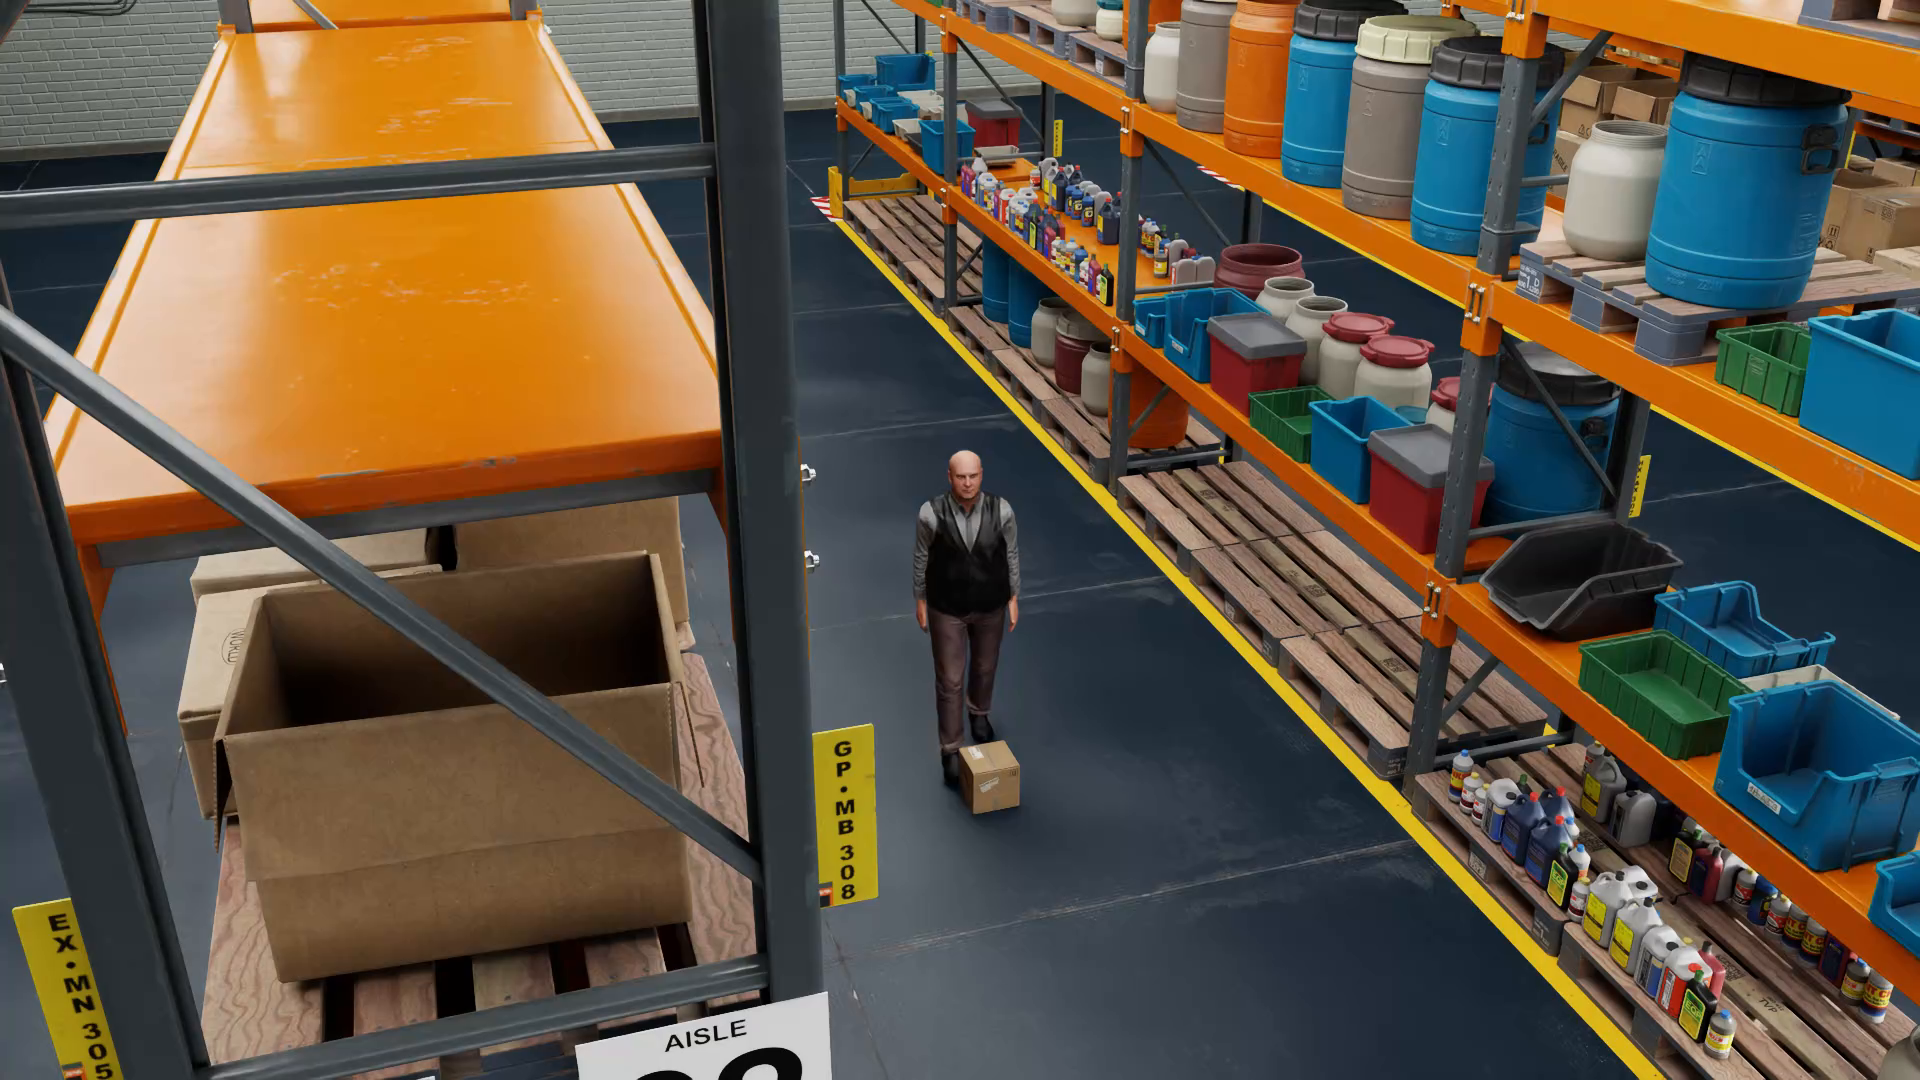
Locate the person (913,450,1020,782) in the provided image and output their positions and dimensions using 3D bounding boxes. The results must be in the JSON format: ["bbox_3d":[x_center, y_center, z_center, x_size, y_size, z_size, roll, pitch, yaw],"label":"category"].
[{"bbox_3d":[0.052,0.374,8.628,0.559,1.715,0.714,-4,26,-8],"label":"person"}]
